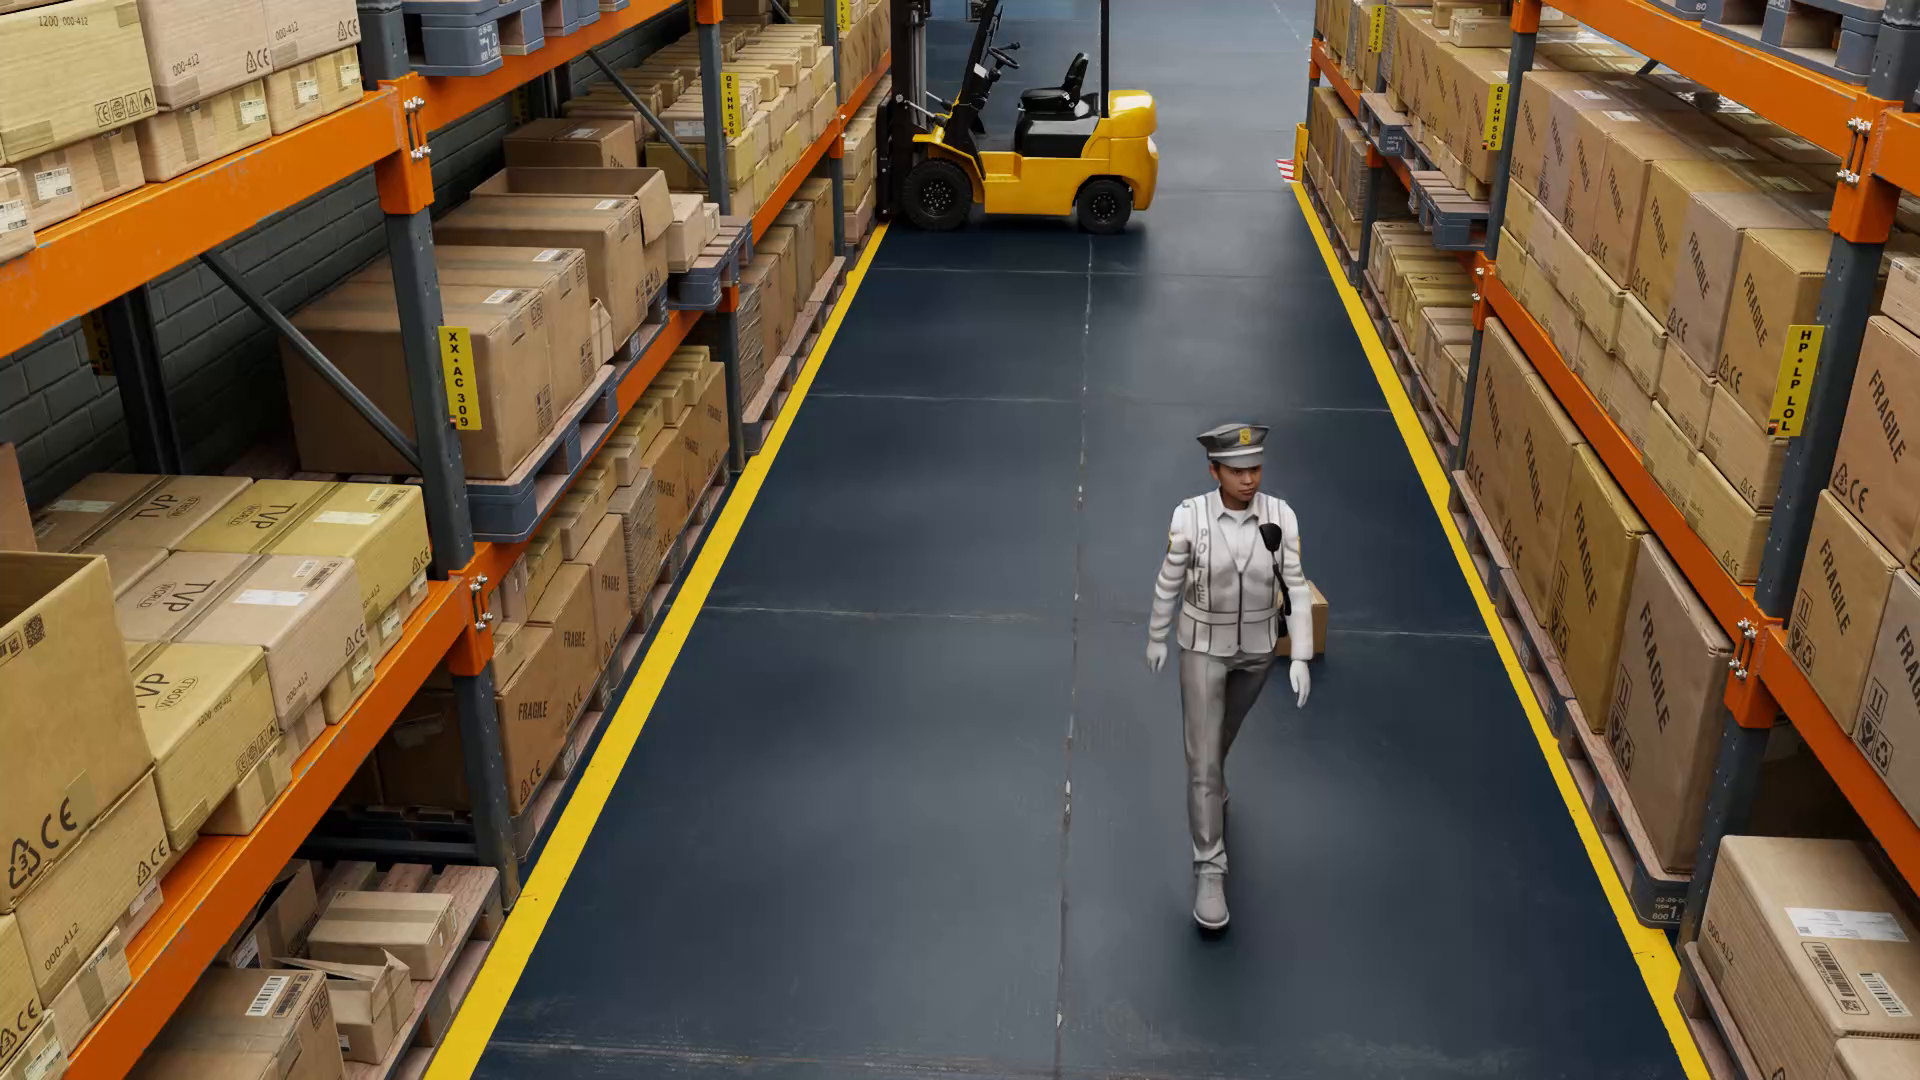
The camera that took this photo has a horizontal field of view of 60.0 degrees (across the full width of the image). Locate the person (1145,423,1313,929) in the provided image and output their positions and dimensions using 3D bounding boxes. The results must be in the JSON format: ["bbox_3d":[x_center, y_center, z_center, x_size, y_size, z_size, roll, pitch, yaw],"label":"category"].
[{"bbox_3d":[0.950,0.380,5.713,0.515,1.625,1.004,-3,25,-7],"label":"person"}]
